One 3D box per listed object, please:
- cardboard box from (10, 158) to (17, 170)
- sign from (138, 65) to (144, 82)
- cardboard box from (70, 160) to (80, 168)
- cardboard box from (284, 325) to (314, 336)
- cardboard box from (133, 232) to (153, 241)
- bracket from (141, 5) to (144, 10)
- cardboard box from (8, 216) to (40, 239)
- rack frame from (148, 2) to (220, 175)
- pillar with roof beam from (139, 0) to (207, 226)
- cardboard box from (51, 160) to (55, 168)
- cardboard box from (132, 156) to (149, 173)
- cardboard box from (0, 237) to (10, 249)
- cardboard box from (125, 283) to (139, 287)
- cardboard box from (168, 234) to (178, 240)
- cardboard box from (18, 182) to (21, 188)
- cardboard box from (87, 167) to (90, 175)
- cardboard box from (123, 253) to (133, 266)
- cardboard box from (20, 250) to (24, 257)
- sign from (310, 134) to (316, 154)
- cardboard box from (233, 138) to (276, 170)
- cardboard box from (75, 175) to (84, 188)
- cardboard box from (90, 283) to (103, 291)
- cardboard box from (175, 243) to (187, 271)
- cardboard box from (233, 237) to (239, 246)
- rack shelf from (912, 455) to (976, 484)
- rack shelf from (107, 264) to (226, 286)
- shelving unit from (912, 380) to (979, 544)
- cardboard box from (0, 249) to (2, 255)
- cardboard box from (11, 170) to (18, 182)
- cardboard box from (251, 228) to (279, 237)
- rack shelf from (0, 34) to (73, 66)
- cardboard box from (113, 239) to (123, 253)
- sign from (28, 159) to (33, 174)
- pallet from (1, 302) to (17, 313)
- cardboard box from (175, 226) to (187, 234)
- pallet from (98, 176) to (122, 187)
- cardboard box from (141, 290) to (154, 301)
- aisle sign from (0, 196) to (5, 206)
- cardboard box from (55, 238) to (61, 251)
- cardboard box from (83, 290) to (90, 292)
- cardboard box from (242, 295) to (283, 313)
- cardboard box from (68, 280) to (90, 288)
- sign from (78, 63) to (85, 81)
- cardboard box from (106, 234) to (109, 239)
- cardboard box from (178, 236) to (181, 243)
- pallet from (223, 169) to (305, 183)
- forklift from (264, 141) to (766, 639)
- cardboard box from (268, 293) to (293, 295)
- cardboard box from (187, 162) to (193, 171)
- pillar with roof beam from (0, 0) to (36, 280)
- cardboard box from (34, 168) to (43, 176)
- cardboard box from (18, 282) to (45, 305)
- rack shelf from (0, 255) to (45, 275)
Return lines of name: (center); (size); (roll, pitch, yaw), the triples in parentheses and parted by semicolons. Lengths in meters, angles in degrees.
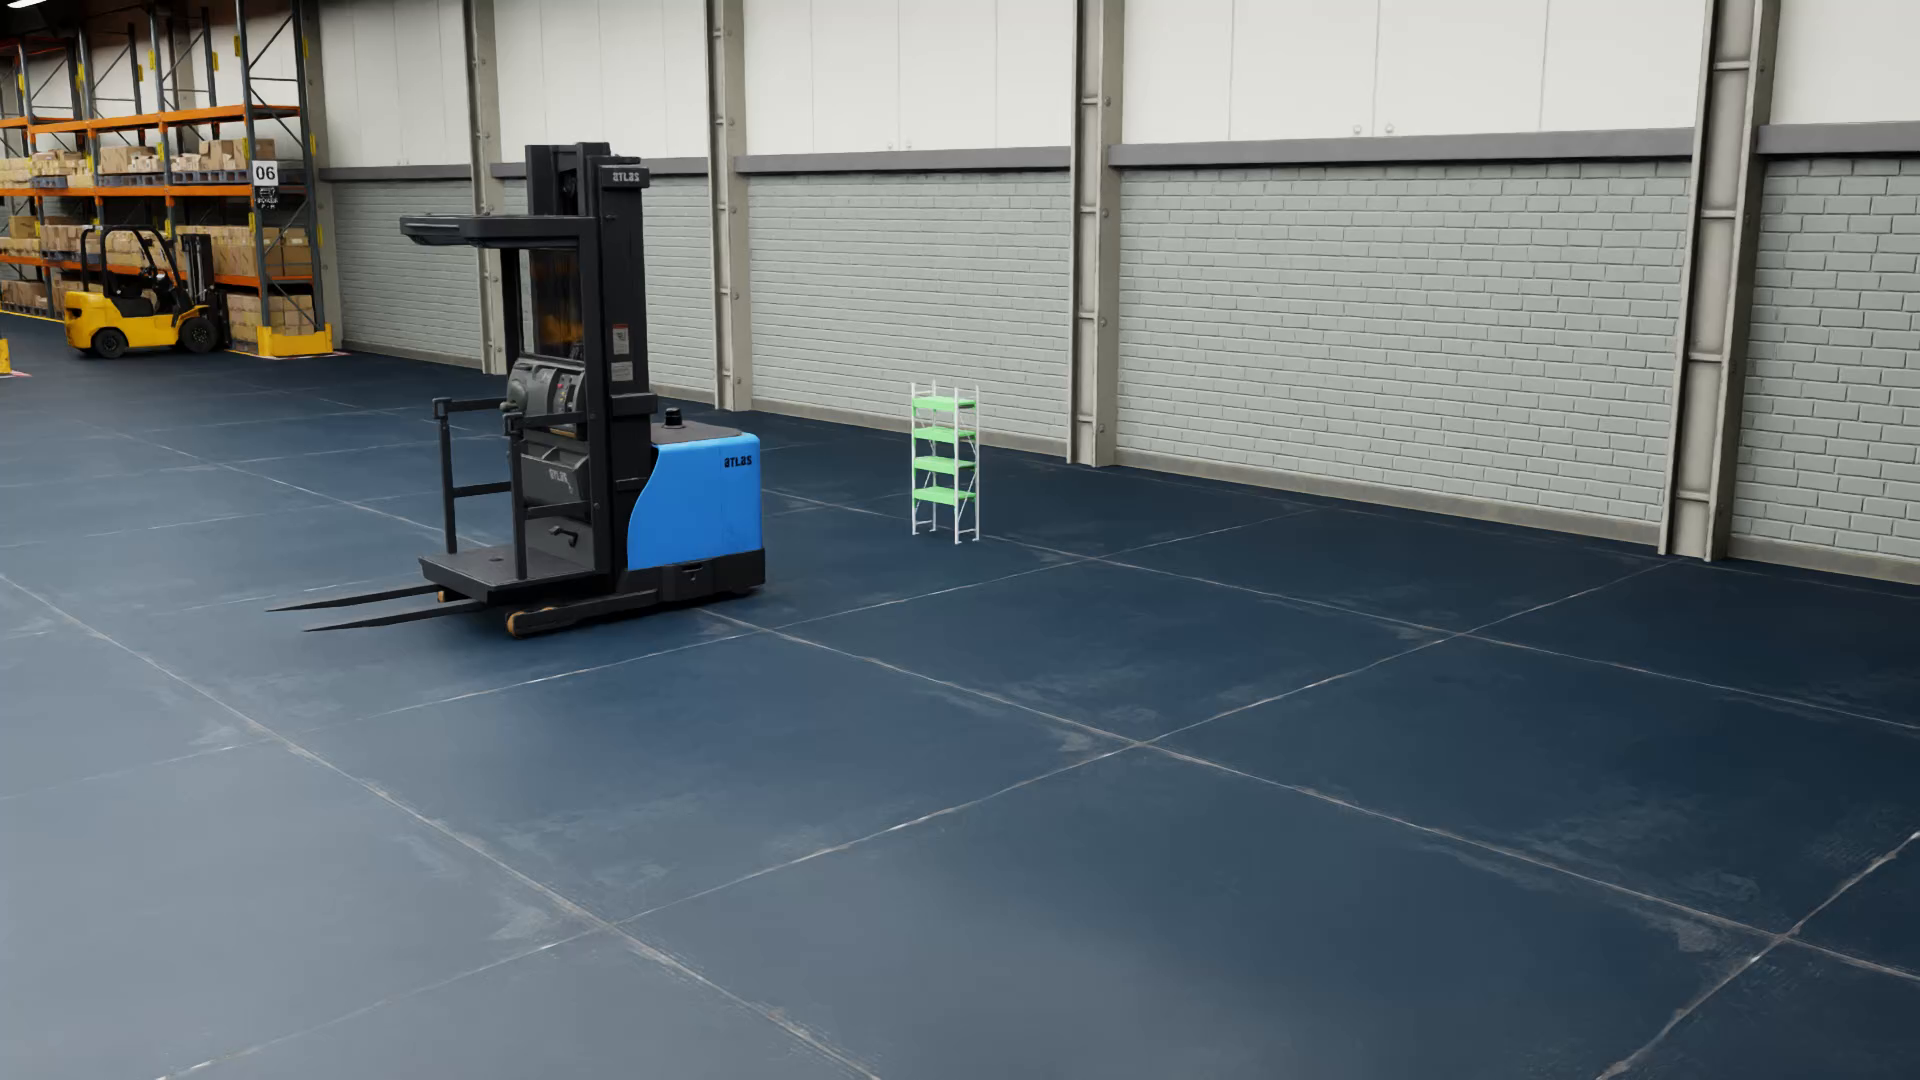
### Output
cardboard box: (-20.801, -8.360, 37.017); (0.500, 0.250, 0.500); (-11, 16, -42)
sign: (-16.416, -9.353, 33.300); (0.100, 0.325, 0.005); (-11, 16, -43)
cardboard box: (-17.987, -7.700, 34.066); (0.380, 0.149, 0.250); (-11, 16, -44)
cardboard box: (-11.488, -3.592, 28.686); (0.500, 0.250, 0.500); (-11, 16, -42)
cardboard box: (-15.592, -5.814, 31.841); (0.250, 0.149, 0.380); (11, 16, 44)
bracket: (-15.806, -10.449, 32.410); (0.235, 0.232, 0.430); (-11, 16, -43)
cardboard box: (-21.185, -7.086, 37.649); (0.500, 0.500, 0.500); (-10, 16, -41)
rack frame: (-14.053, -8.156, 30.199); (1.000, 3.000, 0.127); (-11, 16, -43)
pillar with roof beam: (-18.376, -8.075, 29.807); (9.100, 9.000, 0.548); (-11, 16, -43)
cardboard box: (-18.749, -7.849, 34.737); (0.380, 0.149, 0.250); (-11, 16, -42)
cardboard box: (-15.259, -7.082, 31.350); (0.500, 0.311, 0.500); (11, 16, 43)
cardboard box: (-21.873, -6.864, 38.430); (0.500, 0.250, 0.500); (-11, 16, -42)
cardboard box: (-17.114, -5.263, 34.569); (0.380, 0.149, 0.250); (-10, 15, -41)
cardboard box: (-14.449, -5.604, 30.821); (0.380, 0.149, 0.250); (-10, 15, -41)
cardboard box: (-20.715, -7.899, 37.007); (0.380, 0.149, 0.250); (-10, 15, -41)
cardboard box: (-17.399, -7.451, 33.596); (0.250, 0.149, 0.380); (11, 16, 44)
cardboard box: (-15.981, -5.481, 32.454); (0.500, 0.250, 0.500); (11, 16, 43)
cardboard box: (-21.033, -6.501, 37.657); (0.380, 0.149, 0.250); (-11, 16, -43)
sign: (-10.885, -6.647, 27.943); (0.100, 0.325, 0.005); (-11, 16, -43)
cardboard box: (-11.772, -6.438, 27.755); (0.500, 0.500, 0.500); (-10, 15, -41)
cardboard box: (-17.693, -7.312, 33.906); (0.500, 0.250, 0.500); (-11, 16, -42)
cardboard box: (-17.850, -5.263, 34.568); (0.380, 0.149, 0.250); (-10, 15, -41)
cardboard box: (-13.935, -5.166, 30.304); (0.500, 0.500, 0.500); (11, 16, 44)
cardboard box: (-12.228, -5.130, 28.521); (0.380, 0.149, 0.250); (-11, 16, -43)
rack shelf: (-0.114, -0.549, 12.921); (0.258, 0.148, 0.480); (-11, 16, -43)
rack shelf: (-15.434, -5.157, 32.294); (1.077, 0.370, 4.000); (-11, 16, -43)
shelving unit: (-0.114, -0.612, 12.908); (0.258, 1.200, 0.503); (-11, 16, -43)
cardboard box: (-22.311, -6.760, 38.912); (0.380, 0.149, 0.250); (-11, 16, -43)
cardboard box: (-20.804, -8.113, 37.058); (0.500, 0.250, 0.500); (-10, 16, -41)
cardboard box: (-11.690, -5.169, 27.977); (0.380, 0.149, 0.250); (-11, 16, -42)
rack shelf: (-20.958, -10.891, 37.020); (1.077, 0.370, 4.000); (-11, 16, -43)
cardboard box: (-16.340, -5.801, 32.768); (0.500, 0.250, 0.500); (-10, 15, -41)
sign: (-19.964, -8.031, 35.744); (0.100, 0.325, 0.005); (-11, 16, -43)
pallet: (-21.736, -5.476, 38.969); (1.003, 0.211, 1.213); (-11, 16, -43)
cardboard box: (-14.047, -5.642, 30.273); (0.380, 0.149, 0.250); (-10, 16, -41)
pallet: (-16.282, -7.092, 32.934); (1.213, 0.211, 1.003); (-10, 15, -40)
cardboard box: (-15.472, -4.559, 32.450); (0.625, 0.625, 0.875); (11, 16, 43)
aisle sign: (-22.599, -8.212, 38.893); (0.394, 0.787, 0.004); (-11, 16, -43)
cardboard box: (-18.895, -6.269, 35.199); (0.396, 0.266, 0.258); (-10, 15, -40)
cardboard box: (-17.964, -4.965, 34.733); (0.500, 0.500, 0.500); (-10, 15, -40)
cardboard box: (-11.834, -4.007, 28.221); (0.500, 0.250, 0.500); (-10, 15, -41)
cardboard box: (-18.890, -5.492, 35.679); (0.380, 0.149, 0.250); (-11, 16, -44)
sign: (-17.201, -9.159, 32.557); (0.100, 0.325, 0.005); (-11, 16, -43)
cardboard box: (-16.808, -6.081, 33.138); (0.380, 0.149, 0.250); (-10, 15, -41)
cardboard box: (-14.023, -5.501, 30.325); (0.380, 0.149, 0.250); (-11, 16, -43)
pallet: (-11.760, -6.167, 28.196); (1.003, 0.211, 1.213); (-11, 16, -43)
forklift: (-2.753, -0.958, 10.298); (3.031, 2.935, 1.130); (-10, 15, -40)
cardboard box: (-11.833, -4.152, 28.925); (0.500, 0.250, 0.500); (-11, 16, -42)
cardboard box: (-13.432, -6.599, 29.407); (0.380, 0.149, 0.250); (-10, 15, -41)
pillar with roof beam: (-26.663, -9.827, 38.308); (9.100, 9.000, 0.400); (-11, 16, -43)
cardboard box: (-19.505, -7.845, 35.454); (0.380, 0.149, 0.250); (-11, 16, -42)
cardboard box: (-21.131, -5.627, 37.944); (0.500, 0.500, 0.500); (-11, 16, -42)
rack shelf: (-20.958, -6.325, 37.961); (1.077, 0.370, 4.000); (-11, 16, -43)
